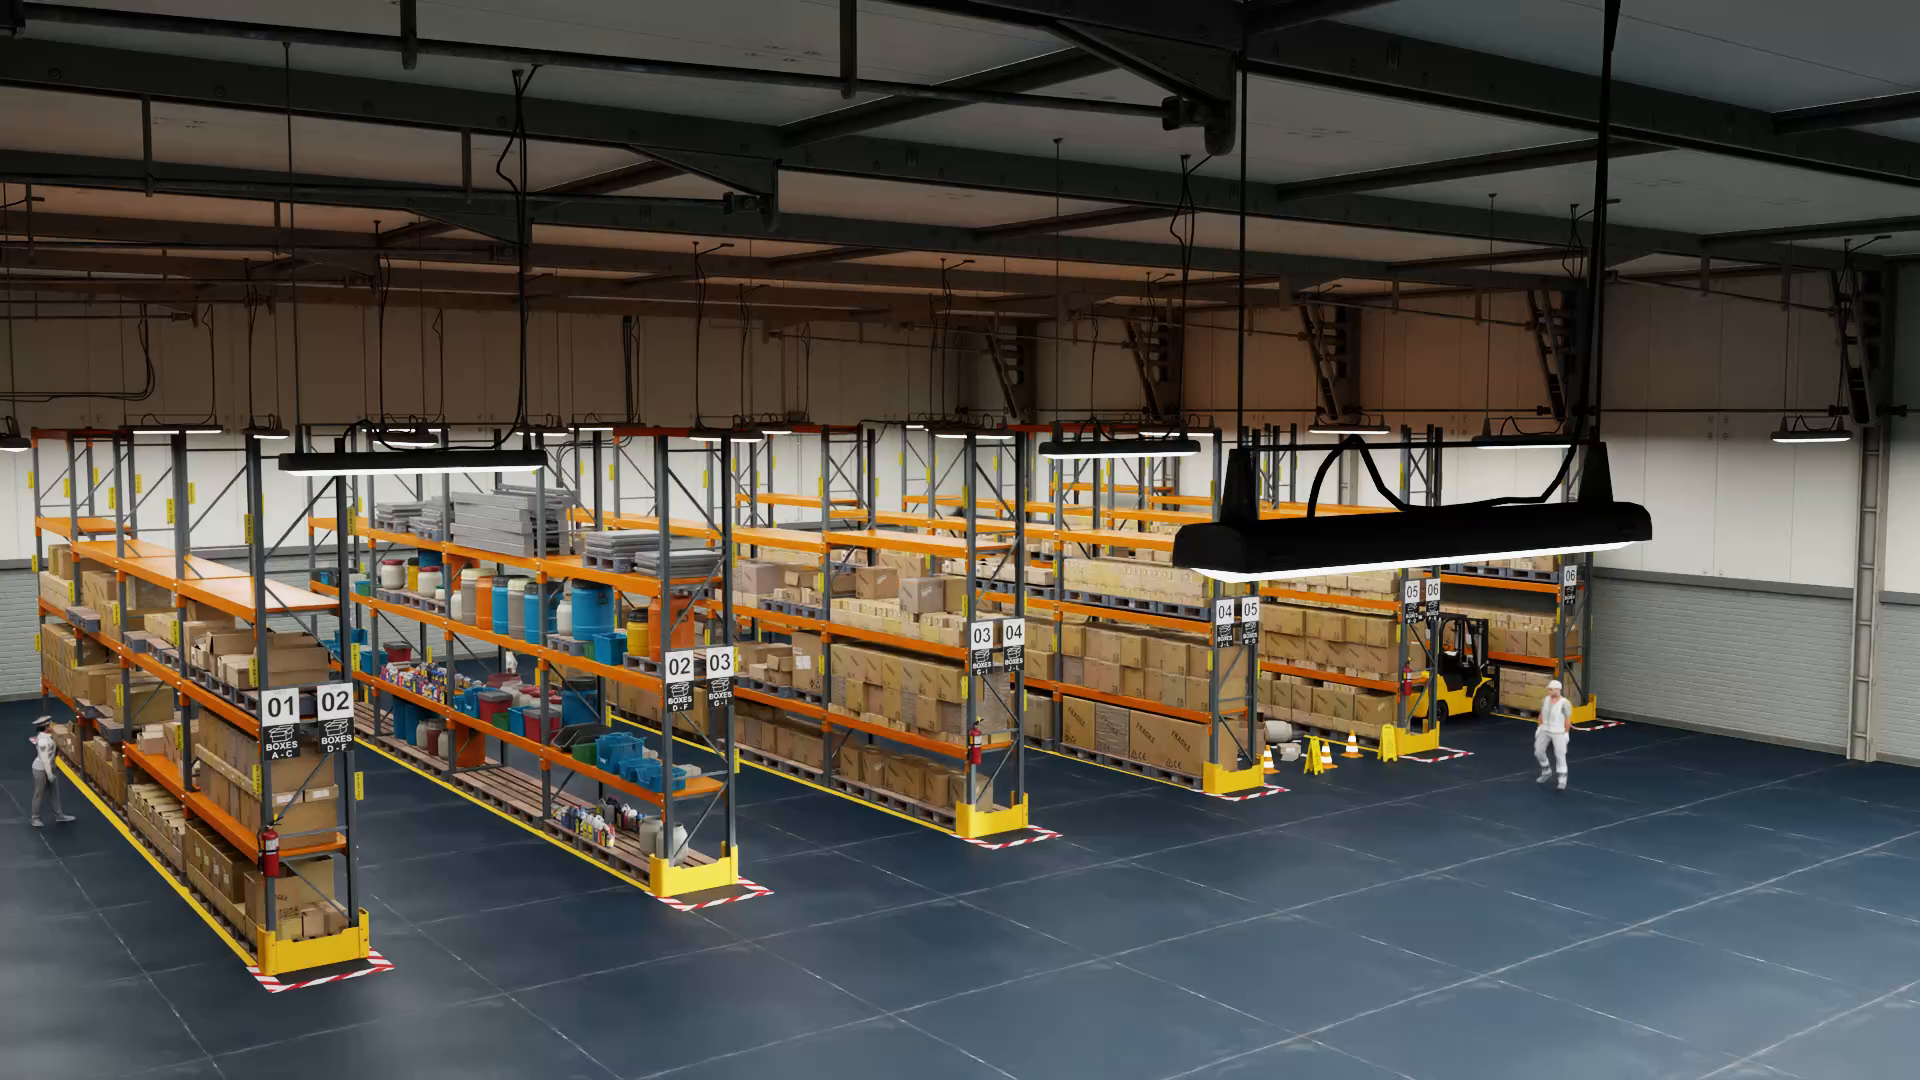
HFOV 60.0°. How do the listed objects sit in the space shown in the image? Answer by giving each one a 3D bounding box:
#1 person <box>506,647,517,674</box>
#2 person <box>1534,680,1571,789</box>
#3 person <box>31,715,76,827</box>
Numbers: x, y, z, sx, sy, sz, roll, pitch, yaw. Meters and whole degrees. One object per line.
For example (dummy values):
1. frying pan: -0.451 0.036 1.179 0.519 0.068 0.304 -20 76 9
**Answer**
1. person: -9.197 2.857 33.946 0.504 1.721 0.633 -1 5 -9
2. person: 9.928 3.232 27.842 0.455 1.793 0.580 -4 6 -43
3. person: -13.886 3.511 25.338 0.562 1.679 0.500 -1 5 -7
